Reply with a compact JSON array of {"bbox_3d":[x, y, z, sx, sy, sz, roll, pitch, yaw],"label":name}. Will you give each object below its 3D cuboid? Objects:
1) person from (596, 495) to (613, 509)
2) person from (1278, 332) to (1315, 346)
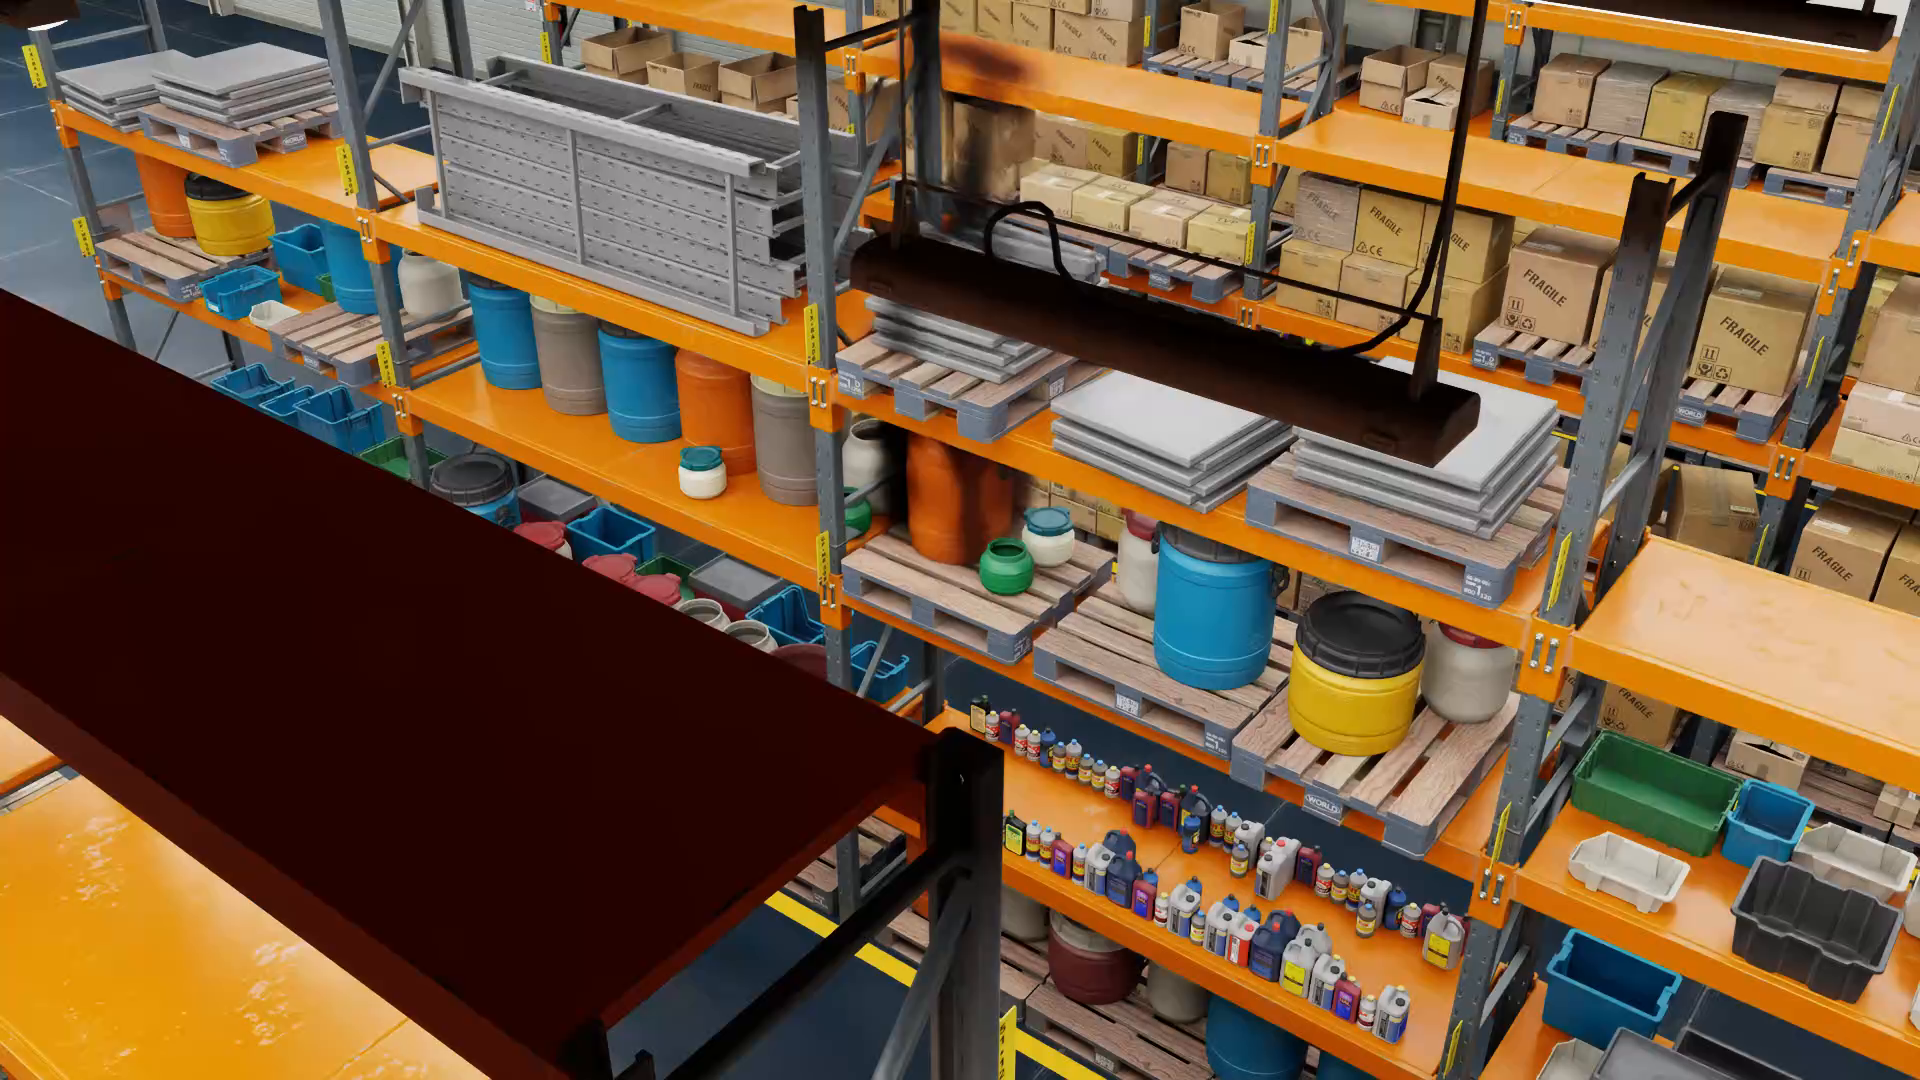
[{"bbox_3d":[-3.298,-0.548,14.673,0.868,1.579,0.528,19,36,28],"label":"person"},{"bbox_3d":[3.164,-1.578,16.187,0.631,1.736,0.726,22,38,31],"label":"person"}]
